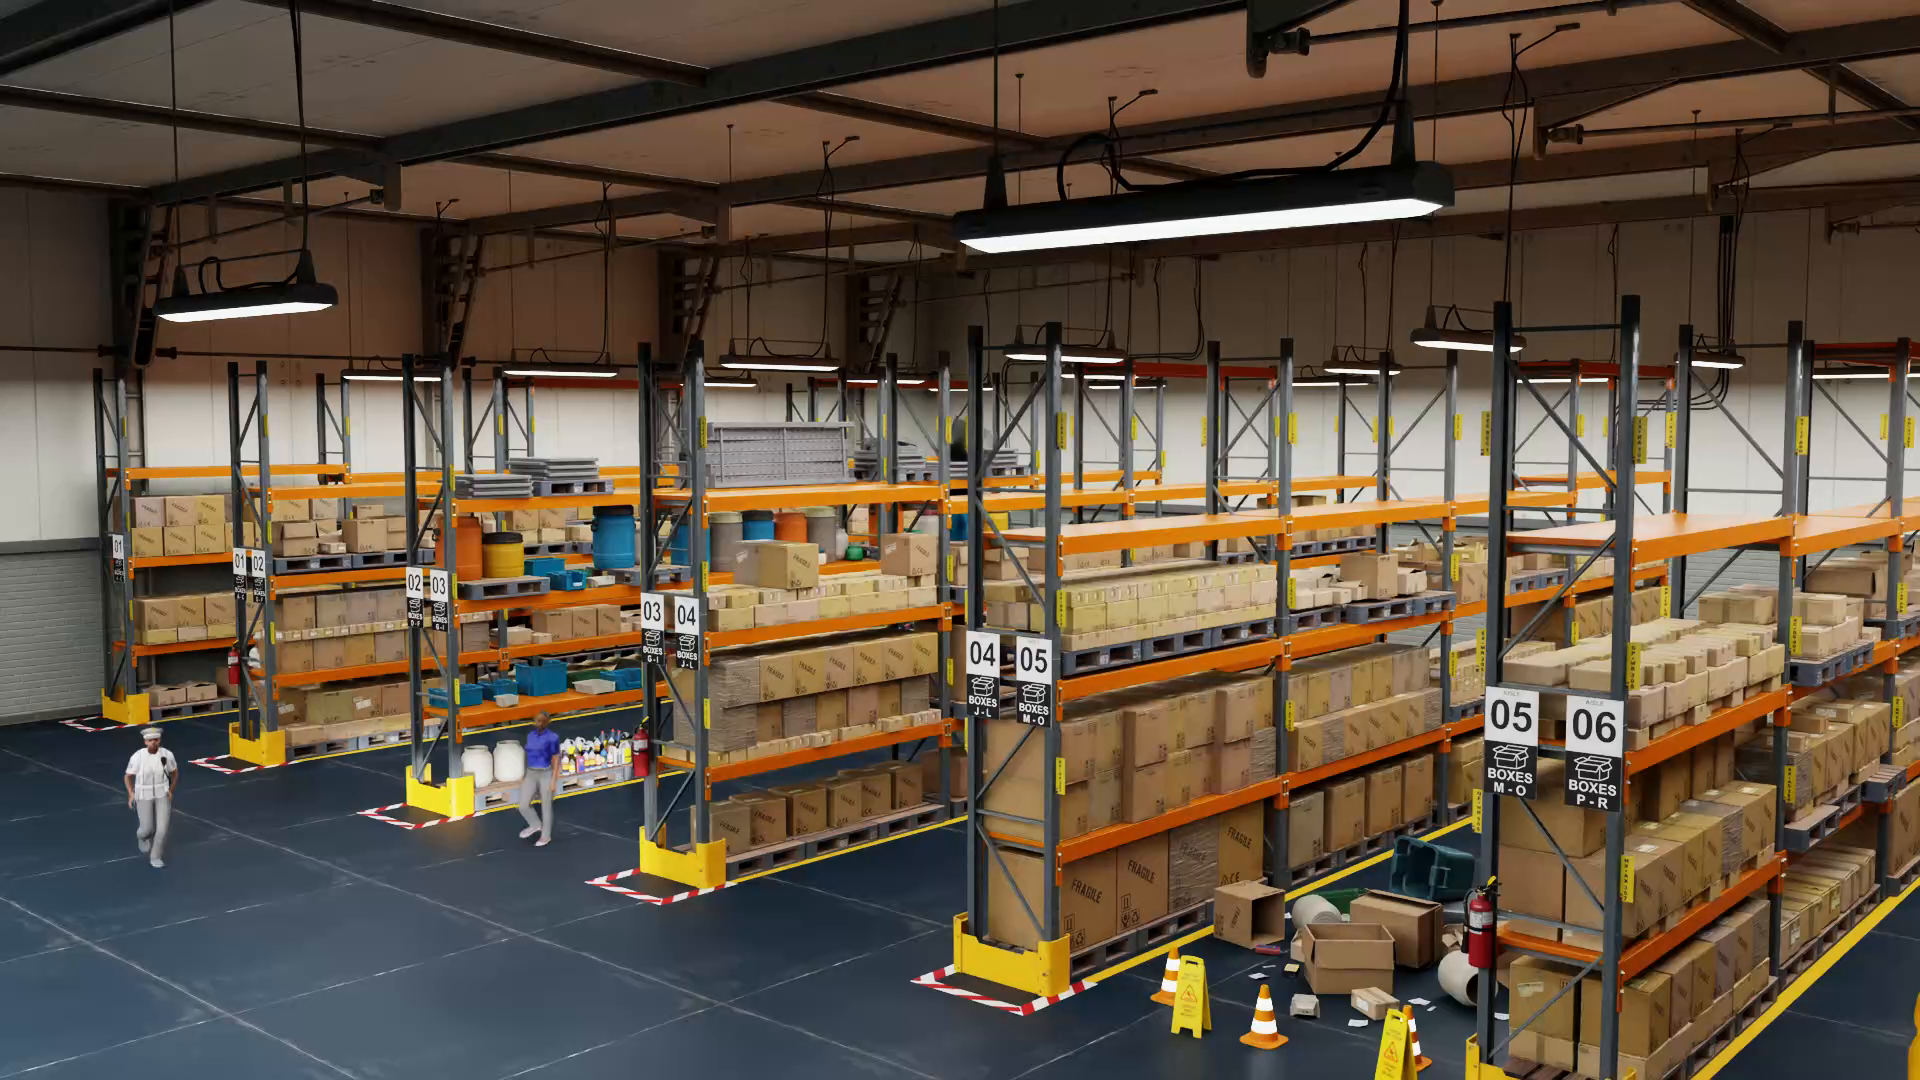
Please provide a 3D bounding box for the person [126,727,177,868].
[{"bbox_3d":[-9.320,2.942,19.189,0.529,1.638,0.506,-3,5,-32],"label":"person"}]

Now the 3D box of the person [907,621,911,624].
[{"bbox_3d":[-0.746,1.859,32.169,0.662,1.659,0.828,4,6,42],"label":"person"}]

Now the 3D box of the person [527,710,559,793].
[{"bbox_3d":[-5.045,2.585,20.021,0.482,0.890,0.280,1,4,11],"label":"person"}]

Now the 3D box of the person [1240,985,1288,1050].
[{"bbox_3d":[-8.507,0.786,18.860,22.388,6.011,20.892,-3,5,-31],"label":"person"}]

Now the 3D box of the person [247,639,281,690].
[{"bbox_3d":[-11.249,2.275,27.117,0.647,1.558,0.945,2,5,22],"label":"person"}]
